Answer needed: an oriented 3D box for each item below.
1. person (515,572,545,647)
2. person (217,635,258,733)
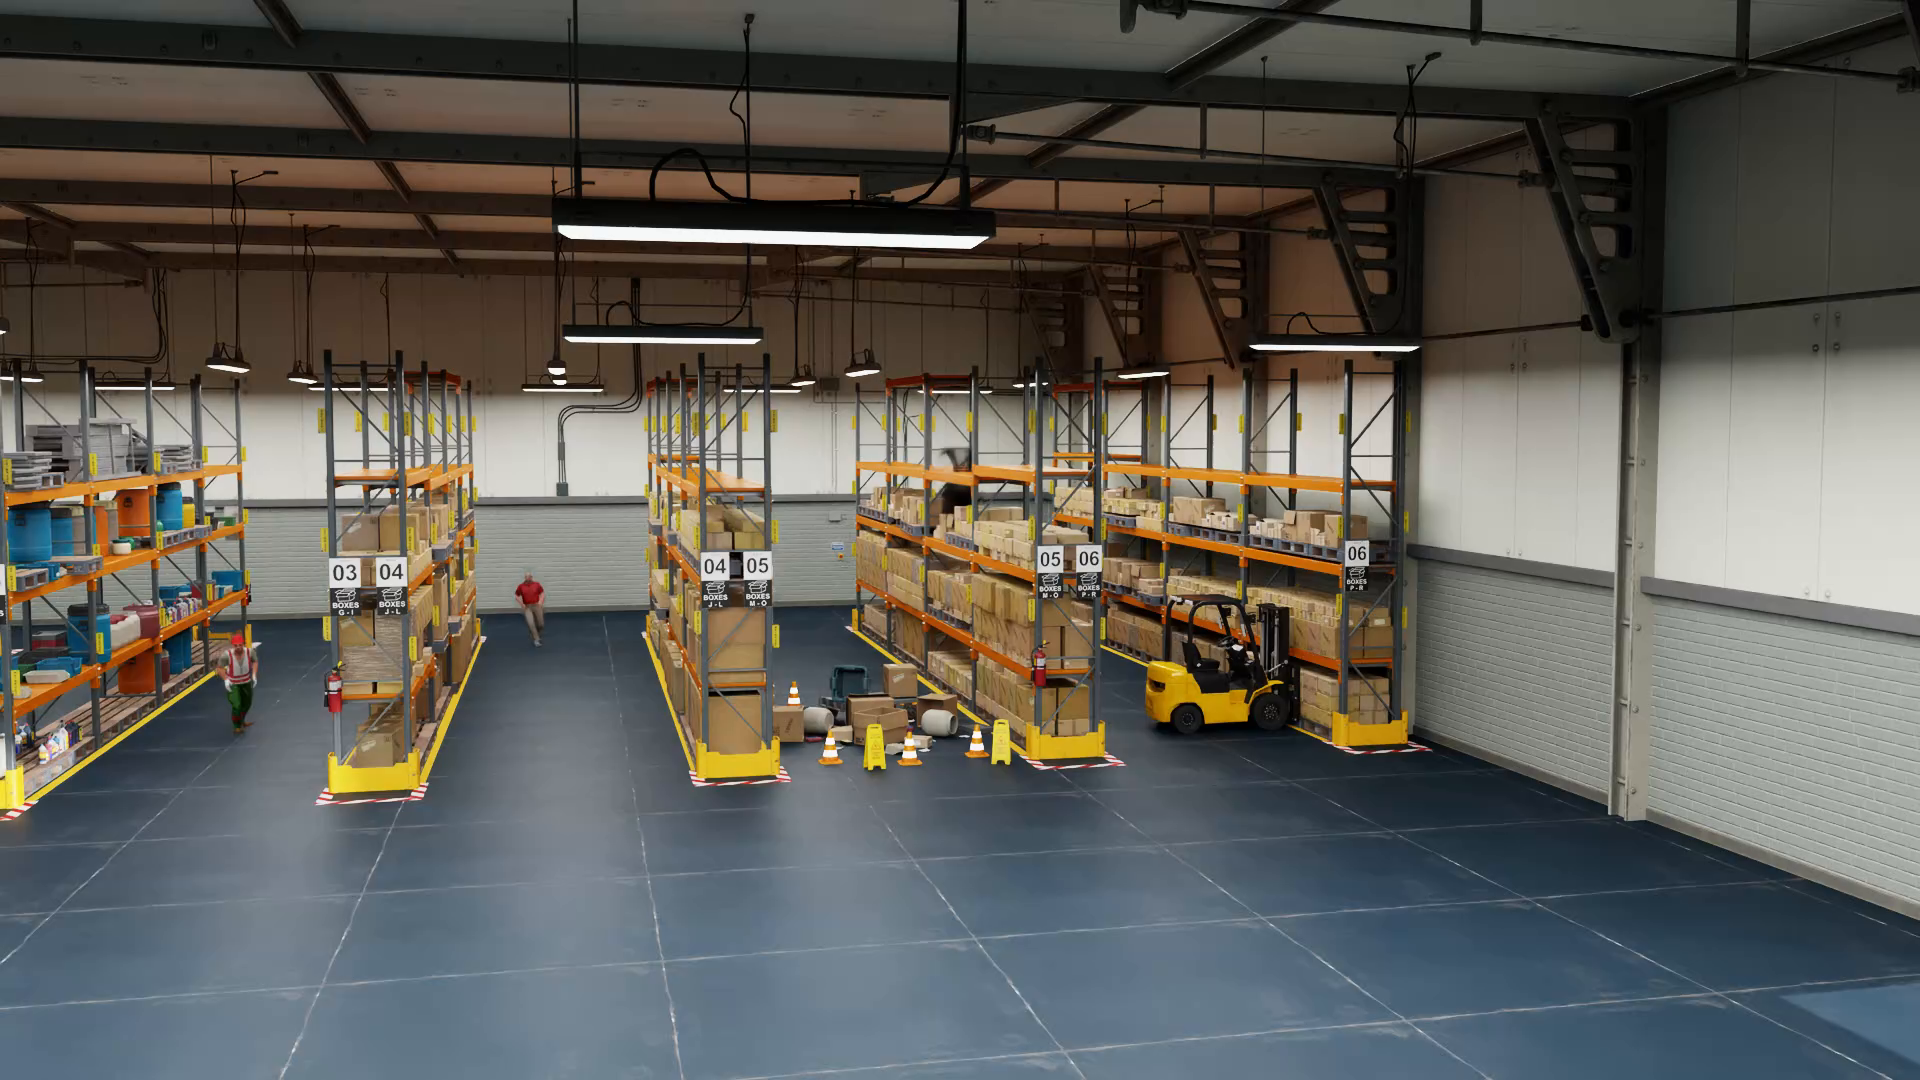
[{"bbox_3d":[-9.738,1.556,37.692,0.665,1.676,0.704,-1,4,-18],"label":"person"},{"bbox_3d":[-11.689,2.315,26.930,0.914,1.642,0.686,4,5,43],"label":"person"}]
